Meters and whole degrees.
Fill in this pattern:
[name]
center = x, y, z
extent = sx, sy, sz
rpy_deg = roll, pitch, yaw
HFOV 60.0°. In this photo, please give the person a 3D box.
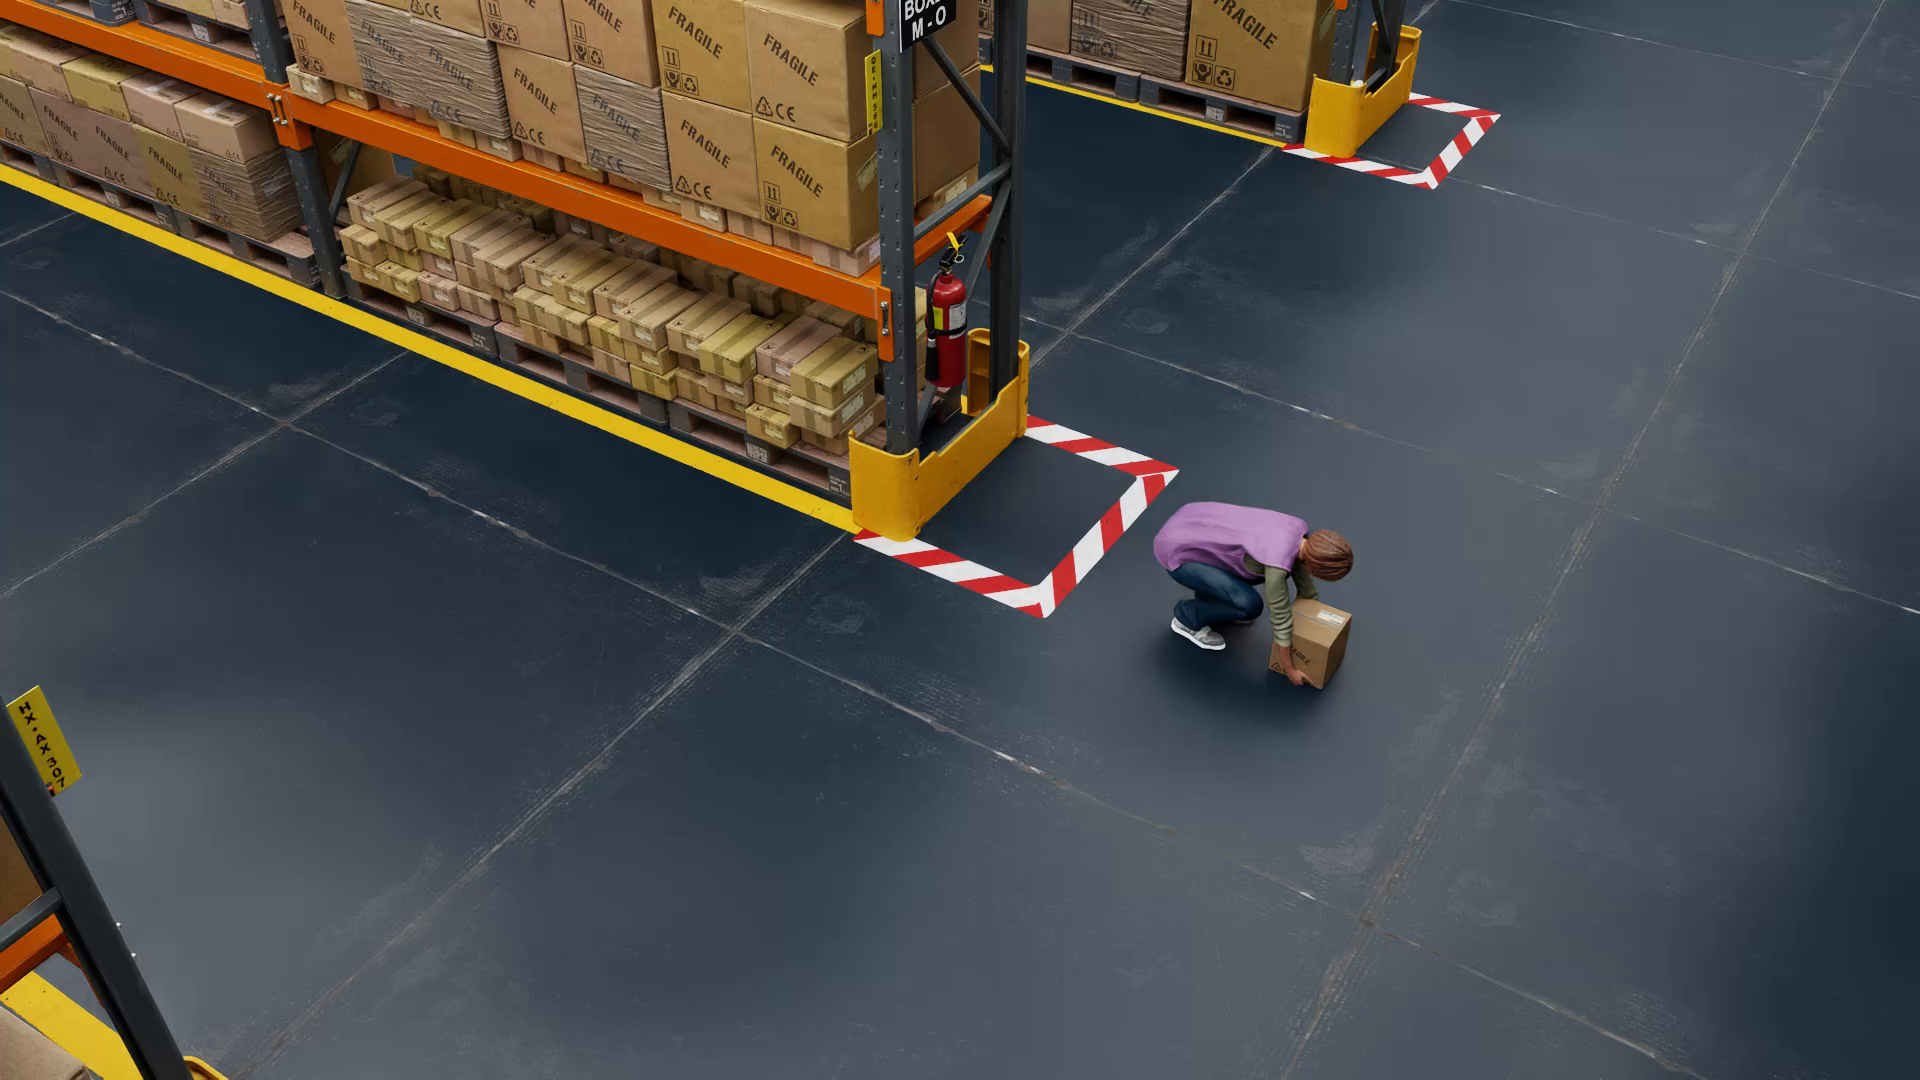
[person]
center = 1.249, 0.175, 7.220
extent = 0.855, 0.709, 0.418
rpy_deg = 21, 43, 24
